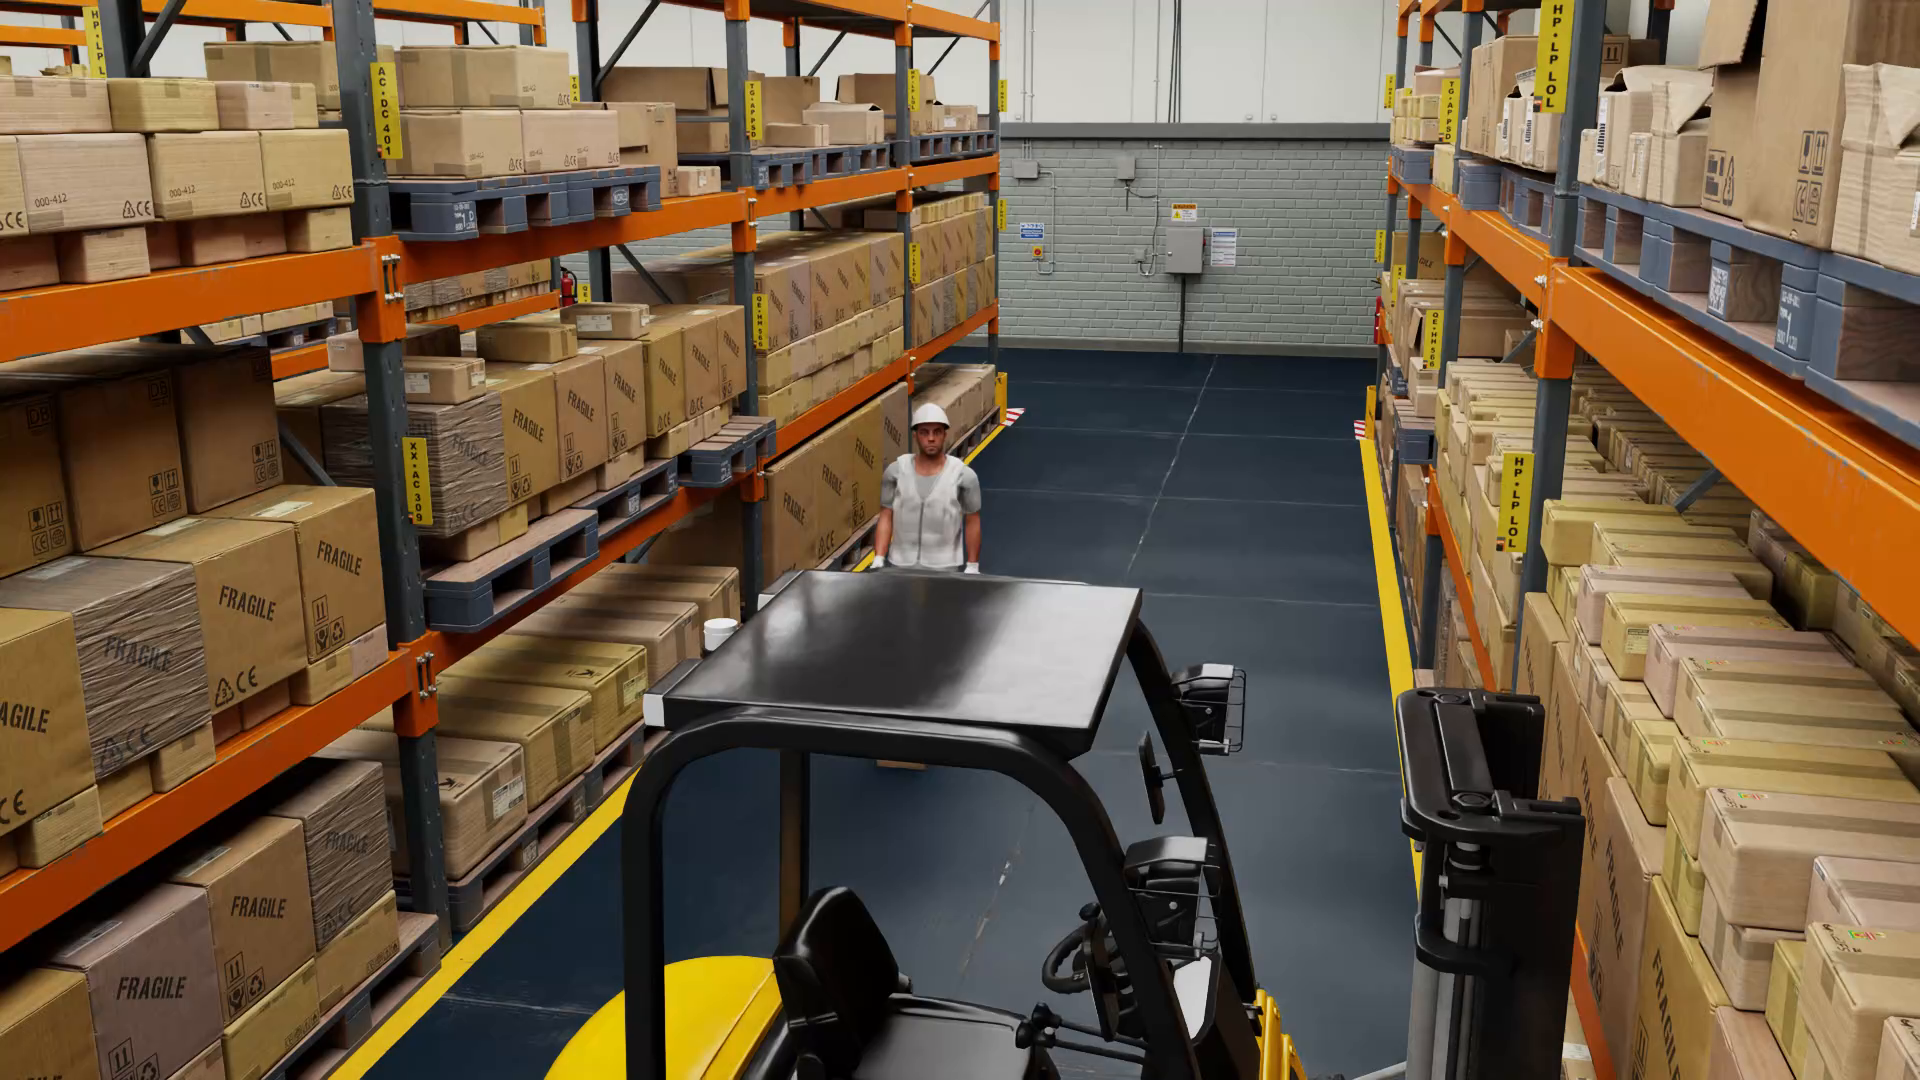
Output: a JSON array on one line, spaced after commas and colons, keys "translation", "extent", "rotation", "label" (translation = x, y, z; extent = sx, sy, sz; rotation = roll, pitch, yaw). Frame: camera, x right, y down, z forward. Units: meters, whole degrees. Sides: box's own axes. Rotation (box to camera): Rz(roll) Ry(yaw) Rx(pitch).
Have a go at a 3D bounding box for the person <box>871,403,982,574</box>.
[{"translation": [-0.191, 0.161, 8.841], "extent": [0.556, 1.761, 0.912], "rotation": [3, 15, 13], "label": "person"}]
